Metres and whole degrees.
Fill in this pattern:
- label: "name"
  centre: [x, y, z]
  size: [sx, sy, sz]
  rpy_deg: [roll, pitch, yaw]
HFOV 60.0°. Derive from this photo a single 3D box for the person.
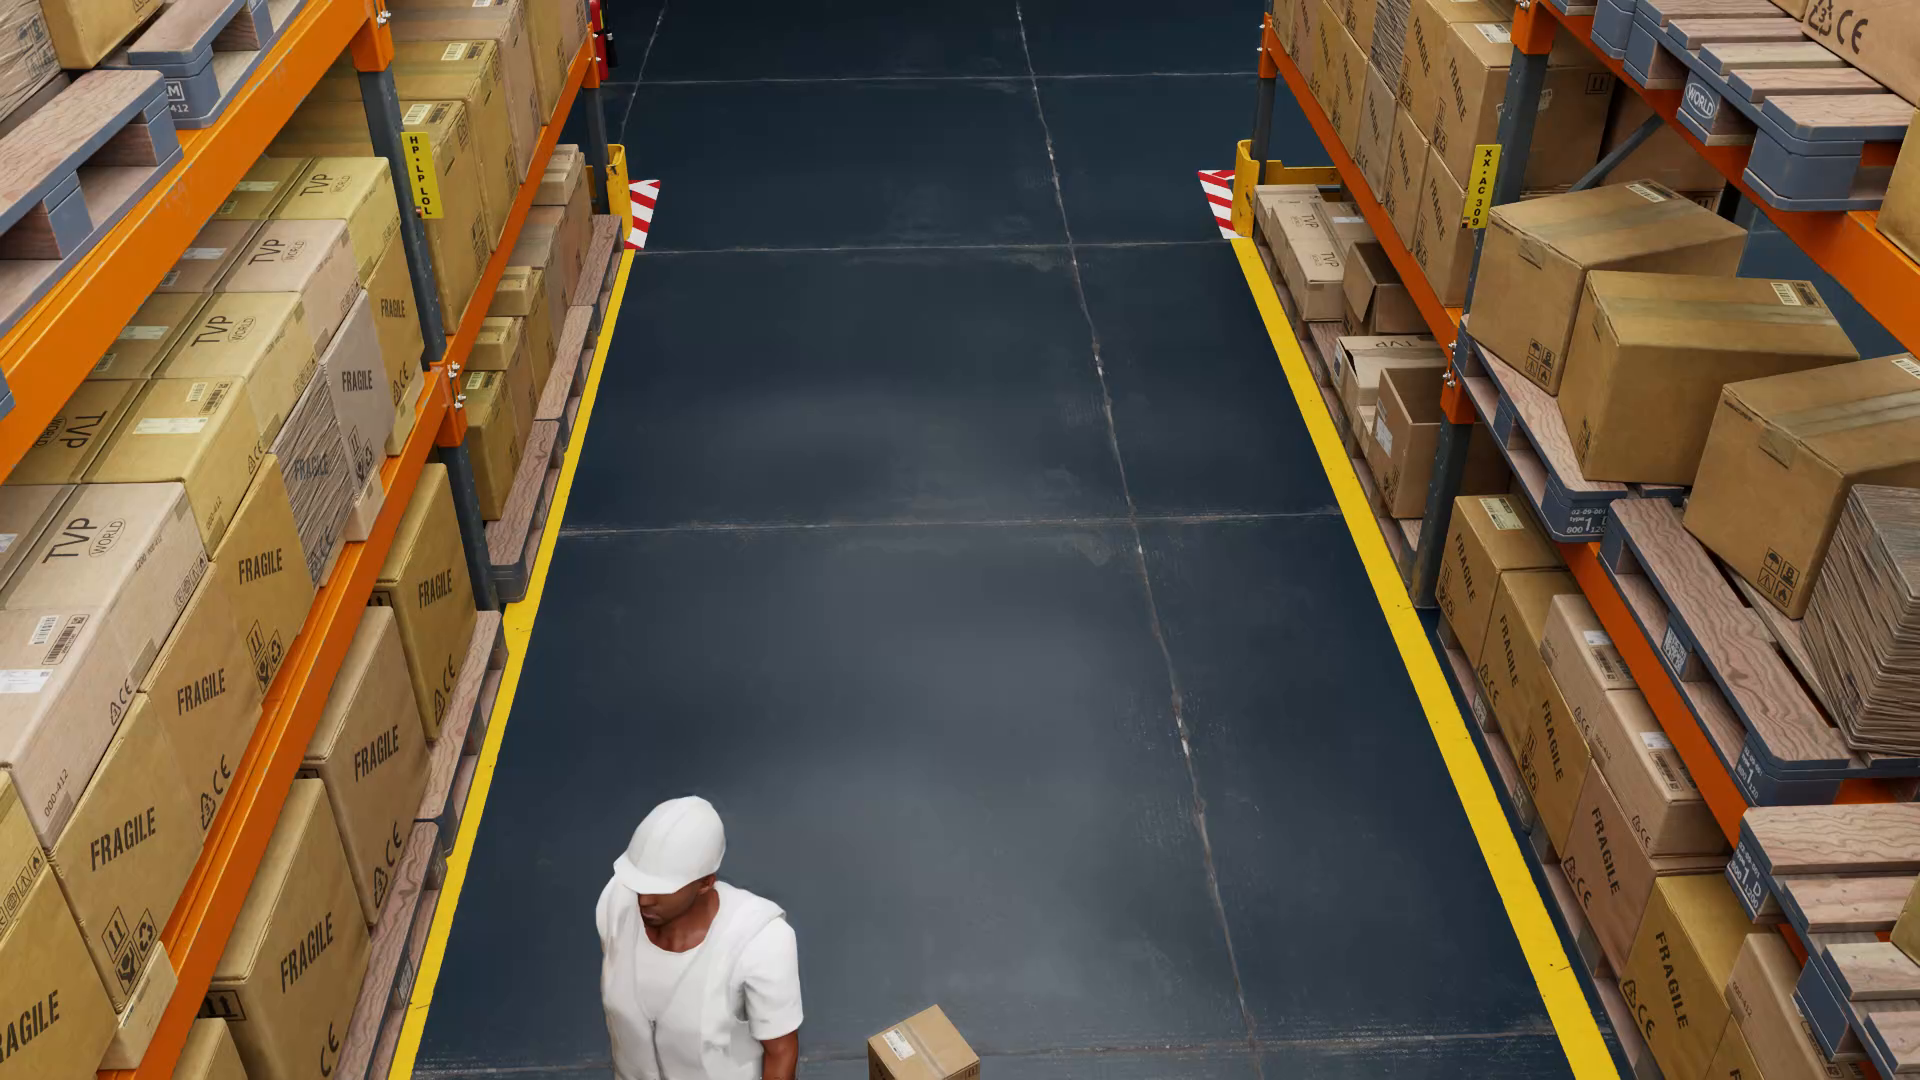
- label: "person"
  centre: [-0.685, 1.412, 4.094]
  size: [0.572, 1.725, 0.925]
  rpy_deg: [10, 36, 14]
